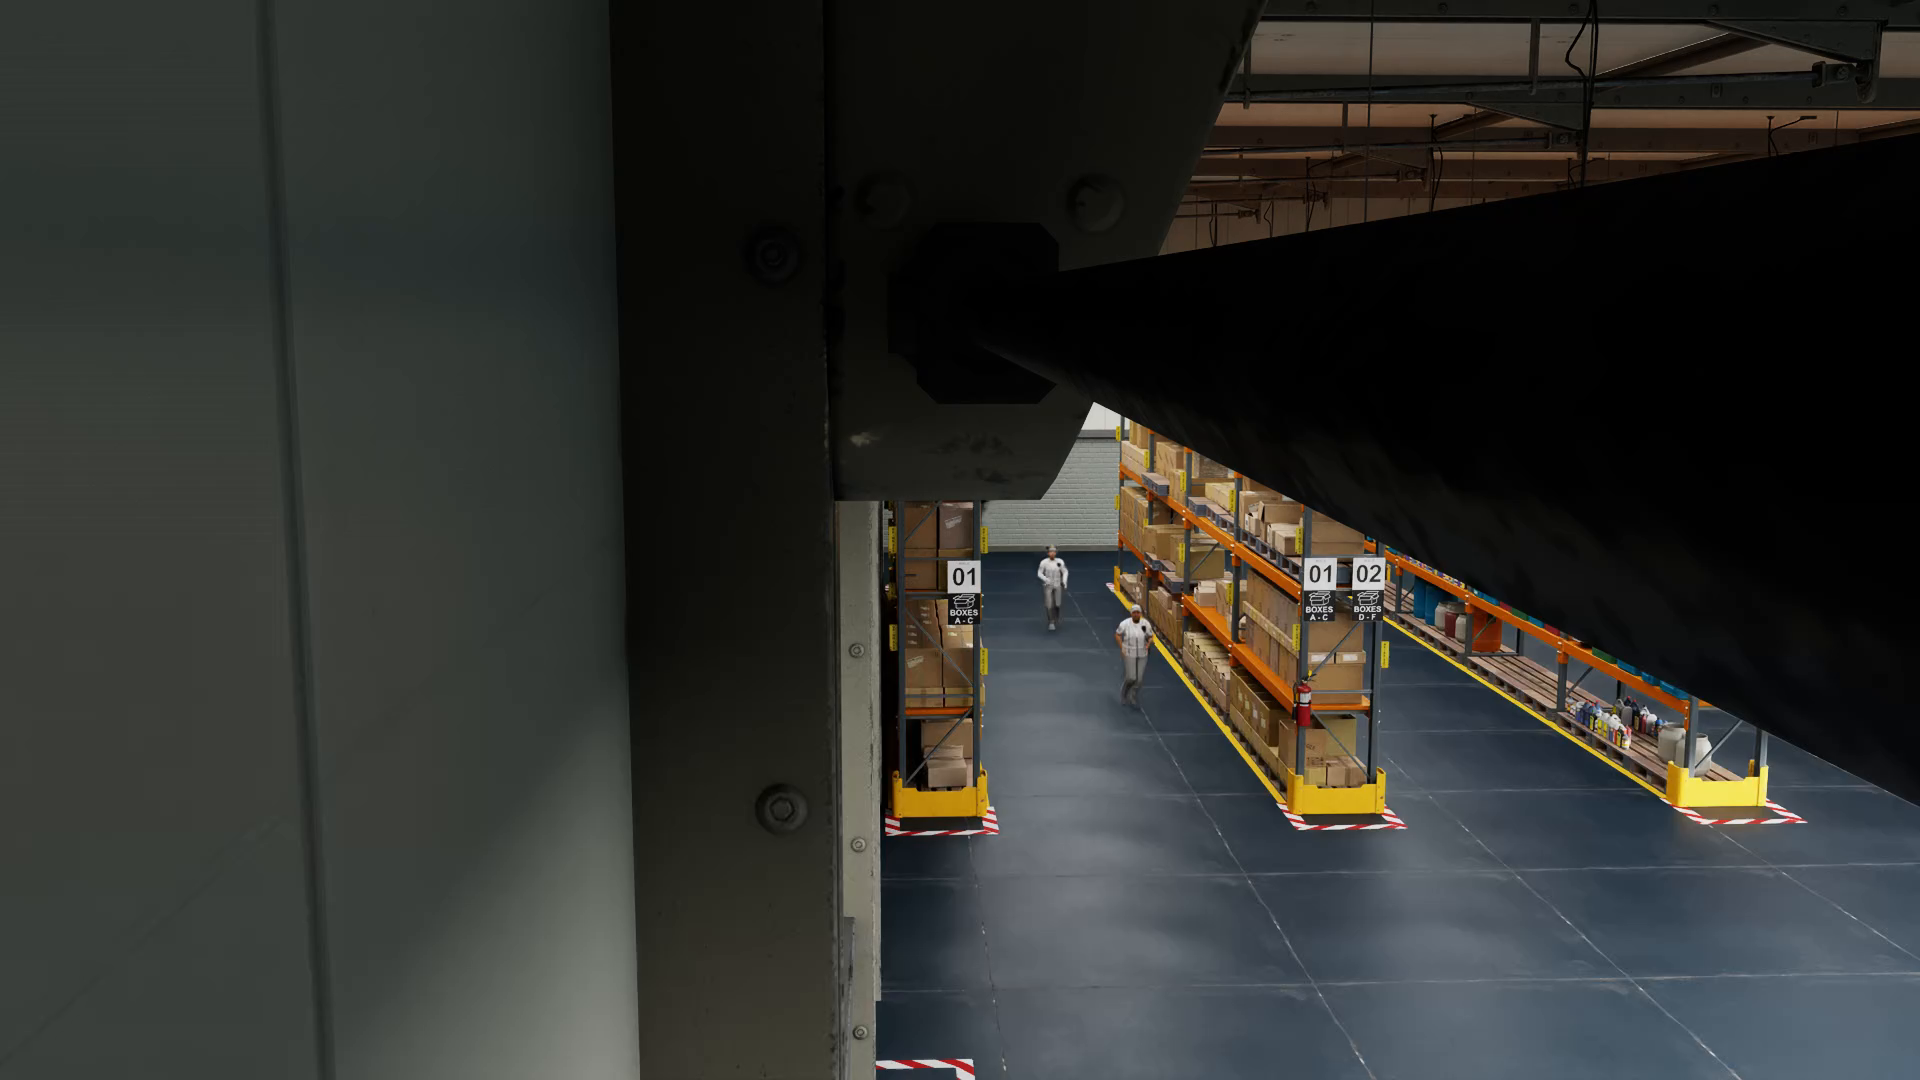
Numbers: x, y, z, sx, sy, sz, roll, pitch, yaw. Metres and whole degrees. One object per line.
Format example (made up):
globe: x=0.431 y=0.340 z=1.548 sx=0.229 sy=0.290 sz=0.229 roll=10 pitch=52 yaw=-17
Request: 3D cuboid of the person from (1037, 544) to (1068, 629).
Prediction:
person: x=1.798 y=0.907 z=32.065 sx=0.604 sy=1.659 sz=0.530 roll=0 pitch=8 yaw=-2

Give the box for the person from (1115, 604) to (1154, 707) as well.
person: x=2.741 y=1.810 z=25.850 sx=0.586 sy=1.634 sz=0.576 roll=-1 pitch=8 yaw=-6
